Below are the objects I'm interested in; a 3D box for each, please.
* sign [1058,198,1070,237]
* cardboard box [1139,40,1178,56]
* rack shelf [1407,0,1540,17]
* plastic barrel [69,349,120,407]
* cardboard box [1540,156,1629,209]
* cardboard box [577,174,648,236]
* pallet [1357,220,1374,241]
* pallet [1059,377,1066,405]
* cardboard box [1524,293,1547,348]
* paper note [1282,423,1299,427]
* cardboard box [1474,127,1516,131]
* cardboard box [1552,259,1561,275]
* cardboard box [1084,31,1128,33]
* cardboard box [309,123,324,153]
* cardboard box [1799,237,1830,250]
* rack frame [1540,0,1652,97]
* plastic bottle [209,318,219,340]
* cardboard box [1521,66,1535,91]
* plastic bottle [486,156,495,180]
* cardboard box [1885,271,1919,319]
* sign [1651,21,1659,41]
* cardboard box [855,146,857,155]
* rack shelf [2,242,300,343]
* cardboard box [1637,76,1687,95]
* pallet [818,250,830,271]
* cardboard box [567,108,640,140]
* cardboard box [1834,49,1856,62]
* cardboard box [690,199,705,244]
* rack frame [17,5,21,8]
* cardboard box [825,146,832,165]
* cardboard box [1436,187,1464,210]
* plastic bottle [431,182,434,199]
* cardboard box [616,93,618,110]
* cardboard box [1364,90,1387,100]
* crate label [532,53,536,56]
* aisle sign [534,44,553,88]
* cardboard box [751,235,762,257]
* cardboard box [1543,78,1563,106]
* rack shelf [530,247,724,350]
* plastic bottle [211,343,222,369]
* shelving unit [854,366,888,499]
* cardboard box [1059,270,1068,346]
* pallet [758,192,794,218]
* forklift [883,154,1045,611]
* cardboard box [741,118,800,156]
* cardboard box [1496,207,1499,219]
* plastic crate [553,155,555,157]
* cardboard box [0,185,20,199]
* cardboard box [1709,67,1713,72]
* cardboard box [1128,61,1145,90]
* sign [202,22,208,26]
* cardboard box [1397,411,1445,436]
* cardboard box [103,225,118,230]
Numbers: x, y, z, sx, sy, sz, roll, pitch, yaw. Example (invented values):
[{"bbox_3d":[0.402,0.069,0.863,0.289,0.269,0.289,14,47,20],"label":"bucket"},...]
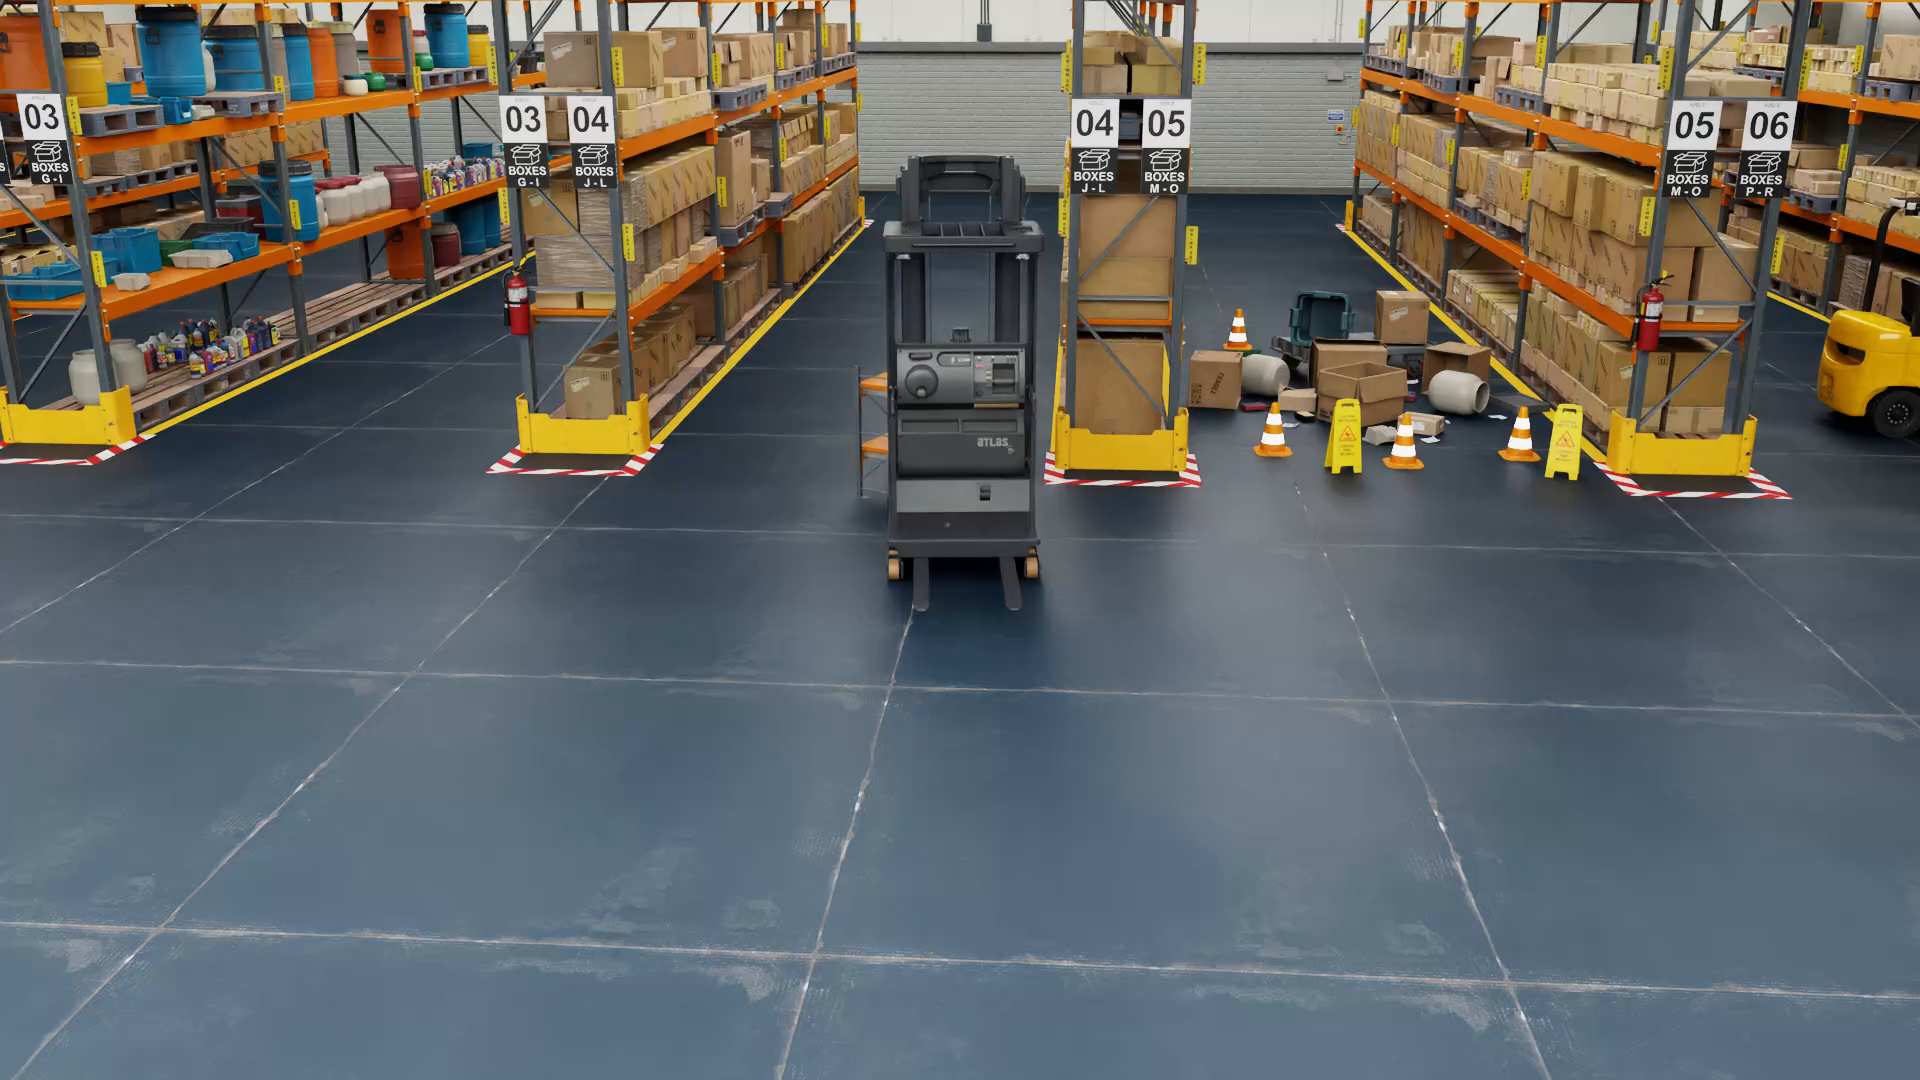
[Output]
[{"bbox_3d":[0.904,-2.788,14.374,0.100,0.325,0.005,1,18,4],"label":"sign"},{"bbox_3d":[1.931,-4.770,16.134,0.380,0.149,0.250,1,18,3],"label":"cardboard box"},{"bbox_3d":[7.105,-7.454,23.018,1.077,0.370,4.000,1,18,4],"label":"rack shelf"},{"bbox_3d":[-8.465,-1.585,16.263,0.421,0.512,0.421,0,18,0],"label":"plastic barrel"},{"bbox_3d":[6.369,-3.646,16.988,0.700,0.500,0.500,1,18,4],"label":"cardboard box"},{"bbox_3d":[-3.185,-3.079,15.259,0.500,0.500,0.500,1,18,4],"label":"cardboard box"},{"bbox_3d":[7.556,-5.423,29.136,1.003,0.211,1.213,1,18,4],"label":"pallet"},{"bbox_3d":[1.513,-1.411,16.891,1.003,0.211,1.213,1,18,4],"label":"pallet"},{"bbox_3d":[6.363,-2.344,17.796,0.500,0.500,0.500,2,18,7],"label":"cardboard box"},{"bbox_3d":[3.247,-1.133,16.334,0.144,0.017,0.142,8,20,23],"label":"paper note"},{"bbox_3d":[7.267,-5.339,22.632,0.500,0.500,0.500,1,18,4],"label":"cardboard box"},{"bbox_3d":[6.325,-2.823,17.124,0.380,0.149,0.250,2,18,6],"label":"cardboard box"},{"bbox_3d":[2.167,-7.393,25.015,0.700,0.500,0.500,1,18,4],"label":"cardboard box"},{"bbox_3d":[-11.990,-7.345,30.359,0.500,0.500,0.500,2,18,6],"label":"cardboard box"},{"bbox_3d":[11.747,-4.050,22.763,0.380,0.149,0.250,1,18,2],"label":"cardboard box"},{"bbox_3d":[6.675,-6.123,17.156,1.000,3.000,0.127,1,18,4],"label":"rack frame"},{"bbox_3d":[-8.610,-2.427,19.187,0.097,0.271,0.097,0,18,0],"label":"plastic bottle"},{"bbox_3d":[6.614,-5.167,18.624,0.500,0.250,0.500,2,18,5],"label":"cardboard box"},{"bbox_3d":[-7.316,-5.772,25.800,0.144,0.351,0.185,1,18,4],"label":"plastic bottle"},{"bbox_3d":[11.768,-2.870,20.003,0.875,0.625,0.625,1,18,2],"label":"cardboard box"},{"bbox_3d":[11.945,-8.742,28.564,0.100,0.325,0.005,1,18,4],"label":"sign"},{"bbox_3d":[-2.046,-6.983,29.819,0.380,0.149,0.250,2,18,5],"label":"cardboard box"},{"bbox_3d":[-8.293,-2.640,17.319,1.077,0.370,4.000,1,18,4],"label":"rack shelf"},{"bbox_3d":[6.175,-3.985,14.573,0.380,0.149,0.250,1,18,3],"label":"cardboard box"},{"bbox_3d":[-2.616,-4.411,26.046,1.003,0.211,1.213,1,18,4],"label":"pallet"},{"bbox_3d":[-3.204,-3.749,14.970,0.500,0.250,0.500,2,18,6],"label":"cardboard box"},{"bbox_3d":[11.735,-6.366,21.839,0.380,0.149,0.250,1,18,2],"label":"cardboard box"},{"bbox_3d":[-3.303,-3.543,18.281,0.875,0.500,0.500,1,18,4],"label":"cardboard box"},{"bbox_3d":[-17.171,-10.402,30.218,1.000,3.000,0.127,1,18,4],"label":"rack frame"},{"bbox_3d":[-2.341,-6.188,26.753,0.500,0.250,0.500,1,18,3],"label":"cardboard box"},{"bbox_3d":[6.739,-4.606,22.402,0.500,0.250,0.500,1,18,2],"label":"cardboard box"},{"bbox_3d":[-7.474,-4.947,23.411,0.097,0.271,0.097,0,18,0],"label":"plastic bottle"},{"bbox_3d":[-3.246,-3.875,14.714,0.380,0.149,0.250,1,18,4],"label":"cardboard box"},{"bbox_3d":[7.234,-7.725,28.875,0.380,0.149,0.250,2,18,5],"label":"cardboard box"},{"bbox_3d":[-7.678,-8.406,29.181,0.408,0.251,0.502,1,18,4],"label":"crate label"},{"bbox_3d":[-7.581,-8.595,30.161,0.394,0.787,0.004,1,18,4],"label":"aisle sign"},{"bbox_3d":[-2.941,-3.904,22.124,0.500,0.250,0.500,2,18,6],"label":"cardboard box"},{"bbox_3d":[6.370,-4.637,17.202,0.500,0.250,0.500,1,18,3],"label":"cardboard box"},{"bbox_3d":[-3.353,-2.530,16.982,1.077,0.370,4.000,1,18,4],"label":"rack shelf"},{"bbox_3d":[-7.964,-1.967,17.785,0.097,0.271,0.097,0,18,0],"label":"plastic bottle"},{"bbox_3d":[-0.406,-1.003,14.176,0.538,1.125,1.048,9,20,27],"label":"shelving unit"},{"bbox_3d":[1.685,-2.676,19.211,1.050,0.750,0.750,1,18,4],"label":"cardboard box"},{"bbox_3d":[-2.868,-4.420,21.904,1.213,0.211,1.003,1,18,4],"label":"pallet"},{"bbox_3d":[0.016,-1.198,11.871,1.130,2.935,3.031,0,18,-1],"label":"forklift"},{"bbox_3d":[-2.763,-5.897,24.331,0.797,0.503,0.637,2,18,6],"label":"cardboard box"},{"bbox_3d":[6.524,-3.834,19.537,0.380,0.149,0.250,1,18,4],"label":"cardboard box"},{"bbox_3d":[-7.201,-6.707,28.902,0.298,0.136,0.250,1,18,4],"label":"plastic crate"},{"bbox_3d":[-13.061,-4.642,22.415,0.500,0.311,0.500,1,18,3],"label":"cardboard box"},{"bbox_3d":[12.050,-7.389,26.241,0.380,0.149,0.250,2,18,6],"label":"cardboard box"},{"bbox_3d":[1.770,-4.153,14.891,0.500,0.250,0.500,1,18,3],"label":"cardboard box"},{"bbox_3d":[-11.963,-8.047,26.383,0.100,0.325,0.005,1,18,4],"label":"sign"},{"bbox_3d":[4.467,-1.127,16.122,0.380,0.149,0.250,12,22,32],"label":"cardboard box"},{"bbox_3d":[-12.933,-4.435,24.949,0.500,0.500,0.500,1,18,2],"label":"cardboard box"}]
